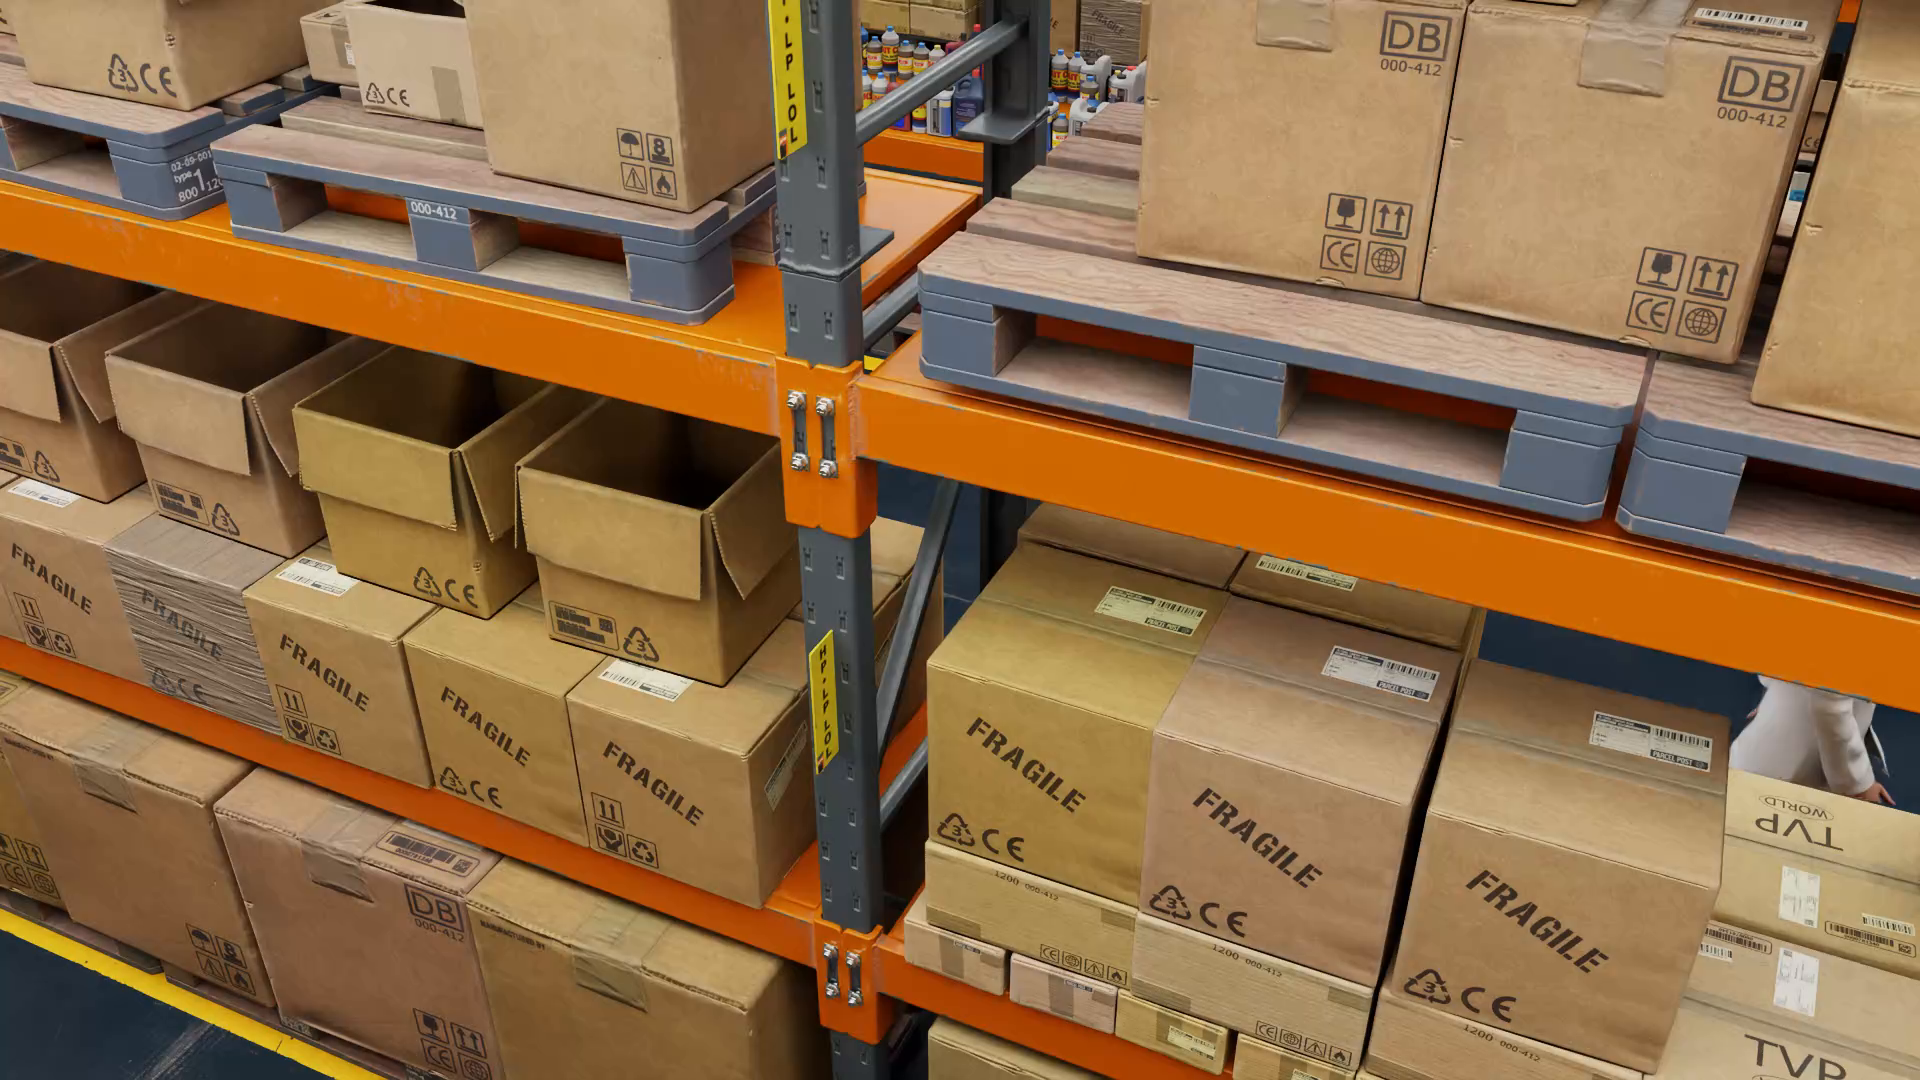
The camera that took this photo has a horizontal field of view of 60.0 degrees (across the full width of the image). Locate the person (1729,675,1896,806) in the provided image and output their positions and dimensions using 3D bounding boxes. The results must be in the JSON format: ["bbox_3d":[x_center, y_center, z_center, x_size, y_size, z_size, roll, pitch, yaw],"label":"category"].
[{"bbox_3d":[2.709,0.649,5.161,0.798,1.800,0.573,18,37,25],"label":"person"}]
